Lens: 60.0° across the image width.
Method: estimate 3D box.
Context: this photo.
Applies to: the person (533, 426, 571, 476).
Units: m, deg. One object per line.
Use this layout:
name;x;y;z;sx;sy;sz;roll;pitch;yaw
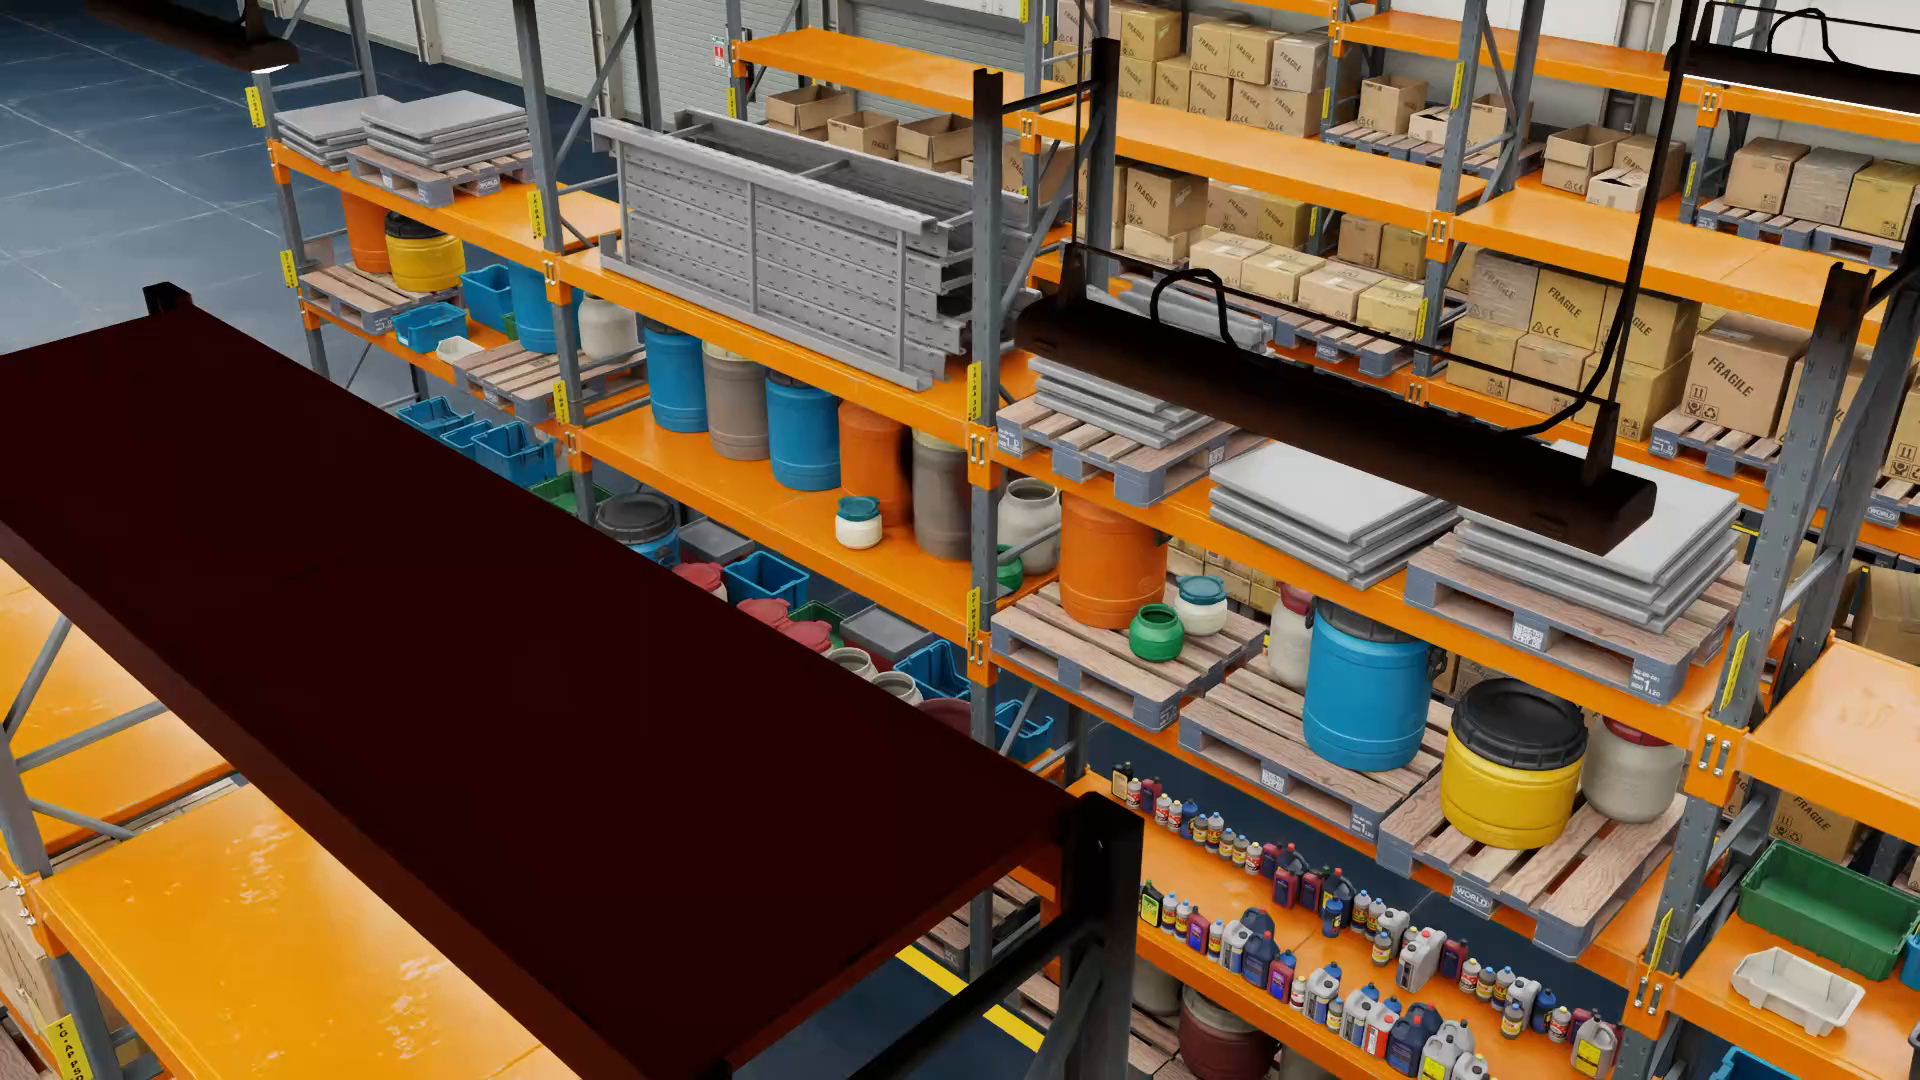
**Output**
person;-4.003;-0.996;16.320;0.448;1.682;0.498;-21;36;-33
